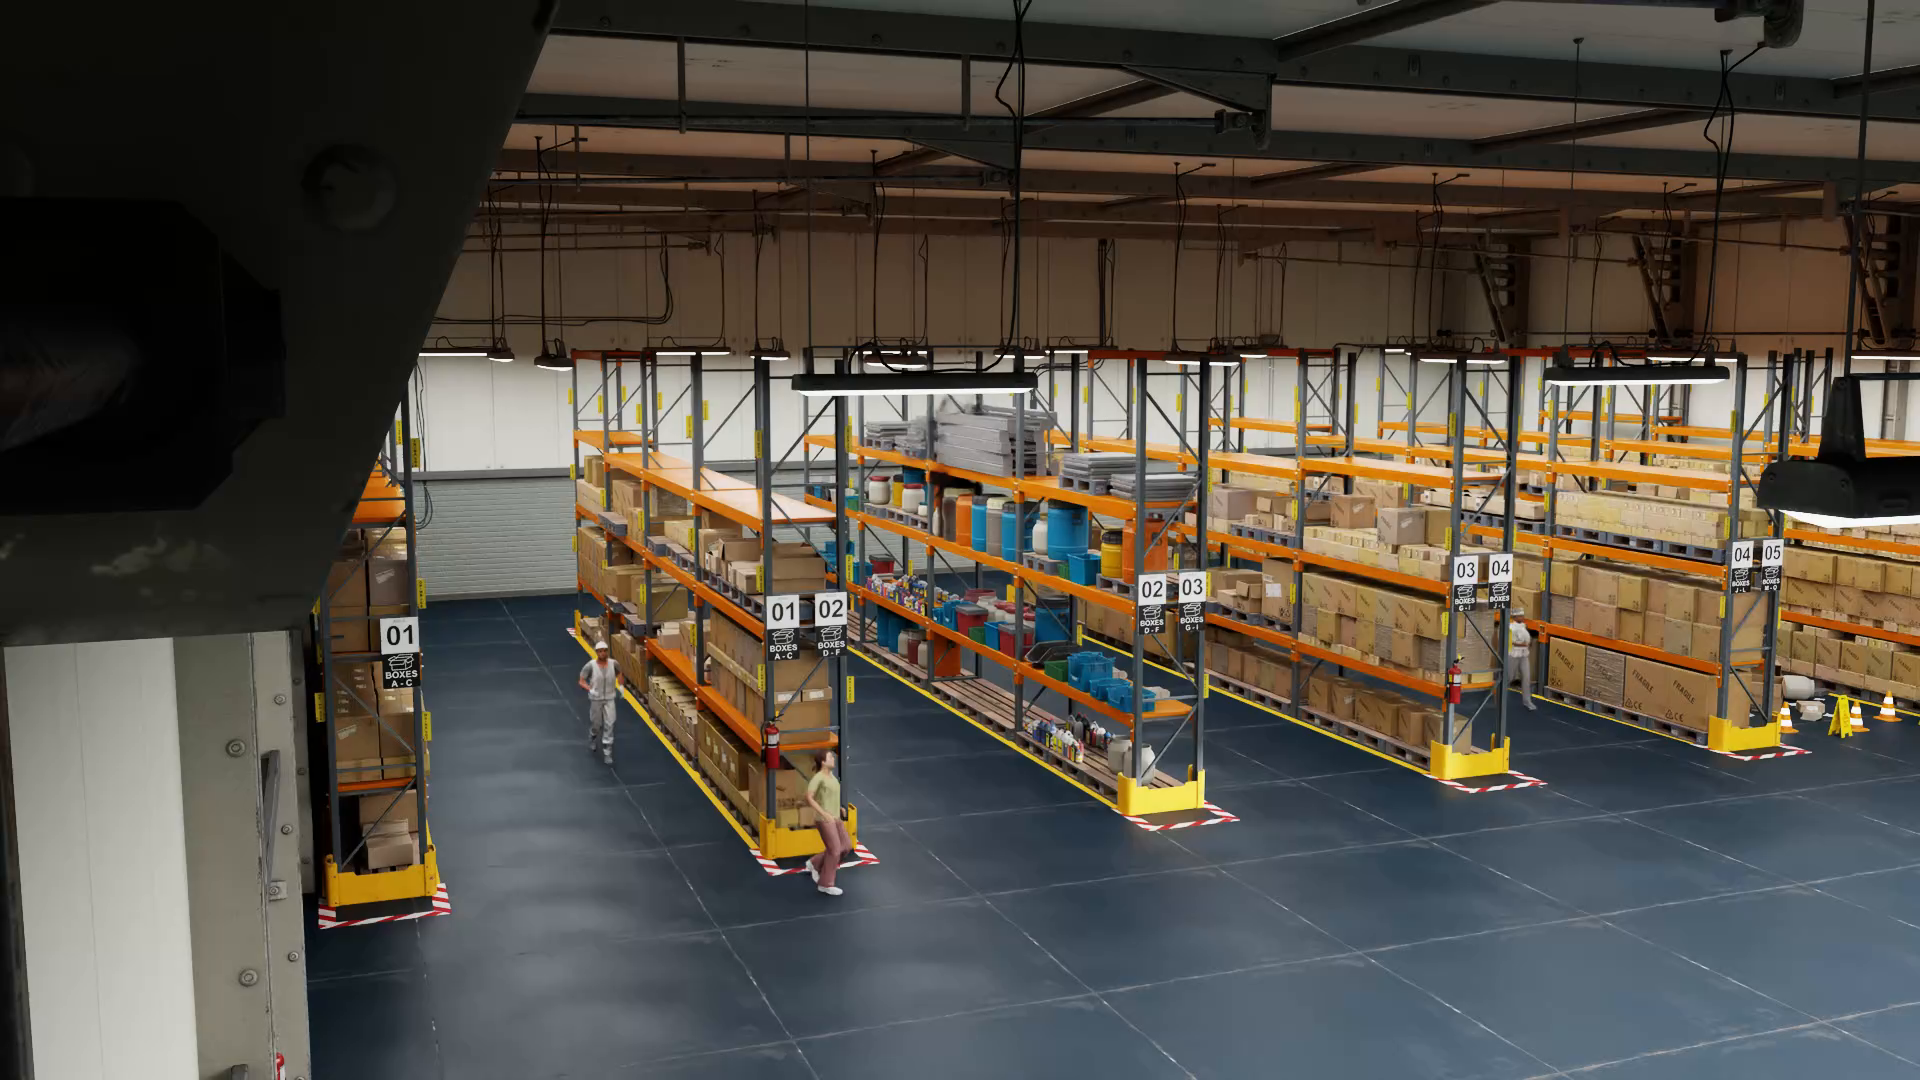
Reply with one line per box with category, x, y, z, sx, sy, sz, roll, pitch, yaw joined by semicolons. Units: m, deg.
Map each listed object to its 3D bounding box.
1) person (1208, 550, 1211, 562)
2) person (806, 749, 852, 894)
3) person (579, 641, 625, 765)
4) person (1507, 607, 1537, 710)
person;6.062;0.304;41.421;0.939;1.770;0.718;-4;8;-28
person;-1.499;3.200;18.949;0.526;1.617;0.617;3;8;20
person;-5.315;2.382;24.719;0.686;1.792;0.839;-3;8;-24
person;9.429;1.970;28.154;0.578;1.698;0.870;-4;8;-26
